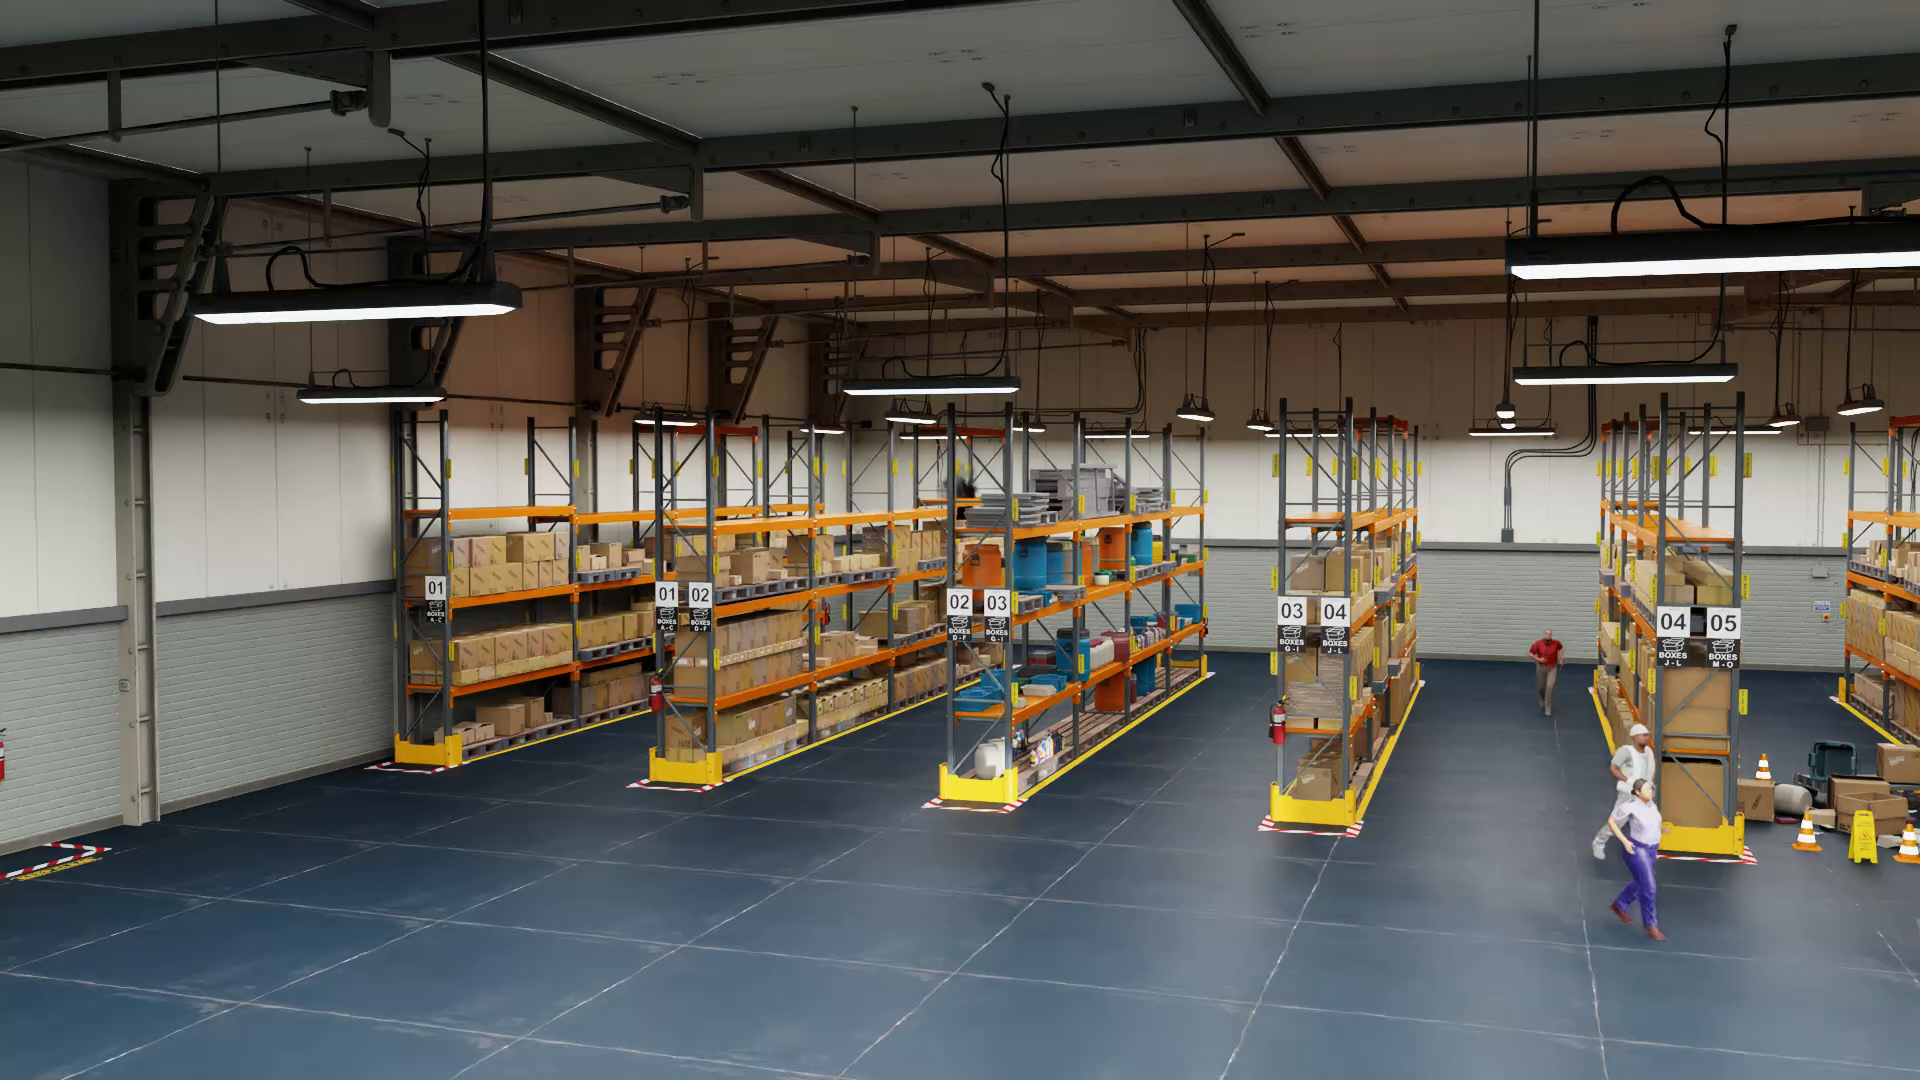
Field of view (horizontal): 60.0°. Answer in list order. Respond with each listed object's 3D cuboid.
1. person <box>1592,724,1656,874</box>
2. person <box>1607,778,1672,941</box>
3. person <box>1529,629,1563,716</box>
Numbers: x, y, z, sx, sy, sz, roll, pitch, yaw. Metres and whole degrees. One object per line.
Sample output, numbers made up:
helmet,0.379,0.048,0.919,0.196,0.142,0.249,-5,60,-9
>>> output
person,8.509,3.209,20.909,0.741,1.777,0.945,-1,3,-20
person,7.337,3.410,17.941,0.595,1.689,0.760,-2,3,-34
person,12.030,2.685,34.119,0.685,1.747,1.032,1,3,13
